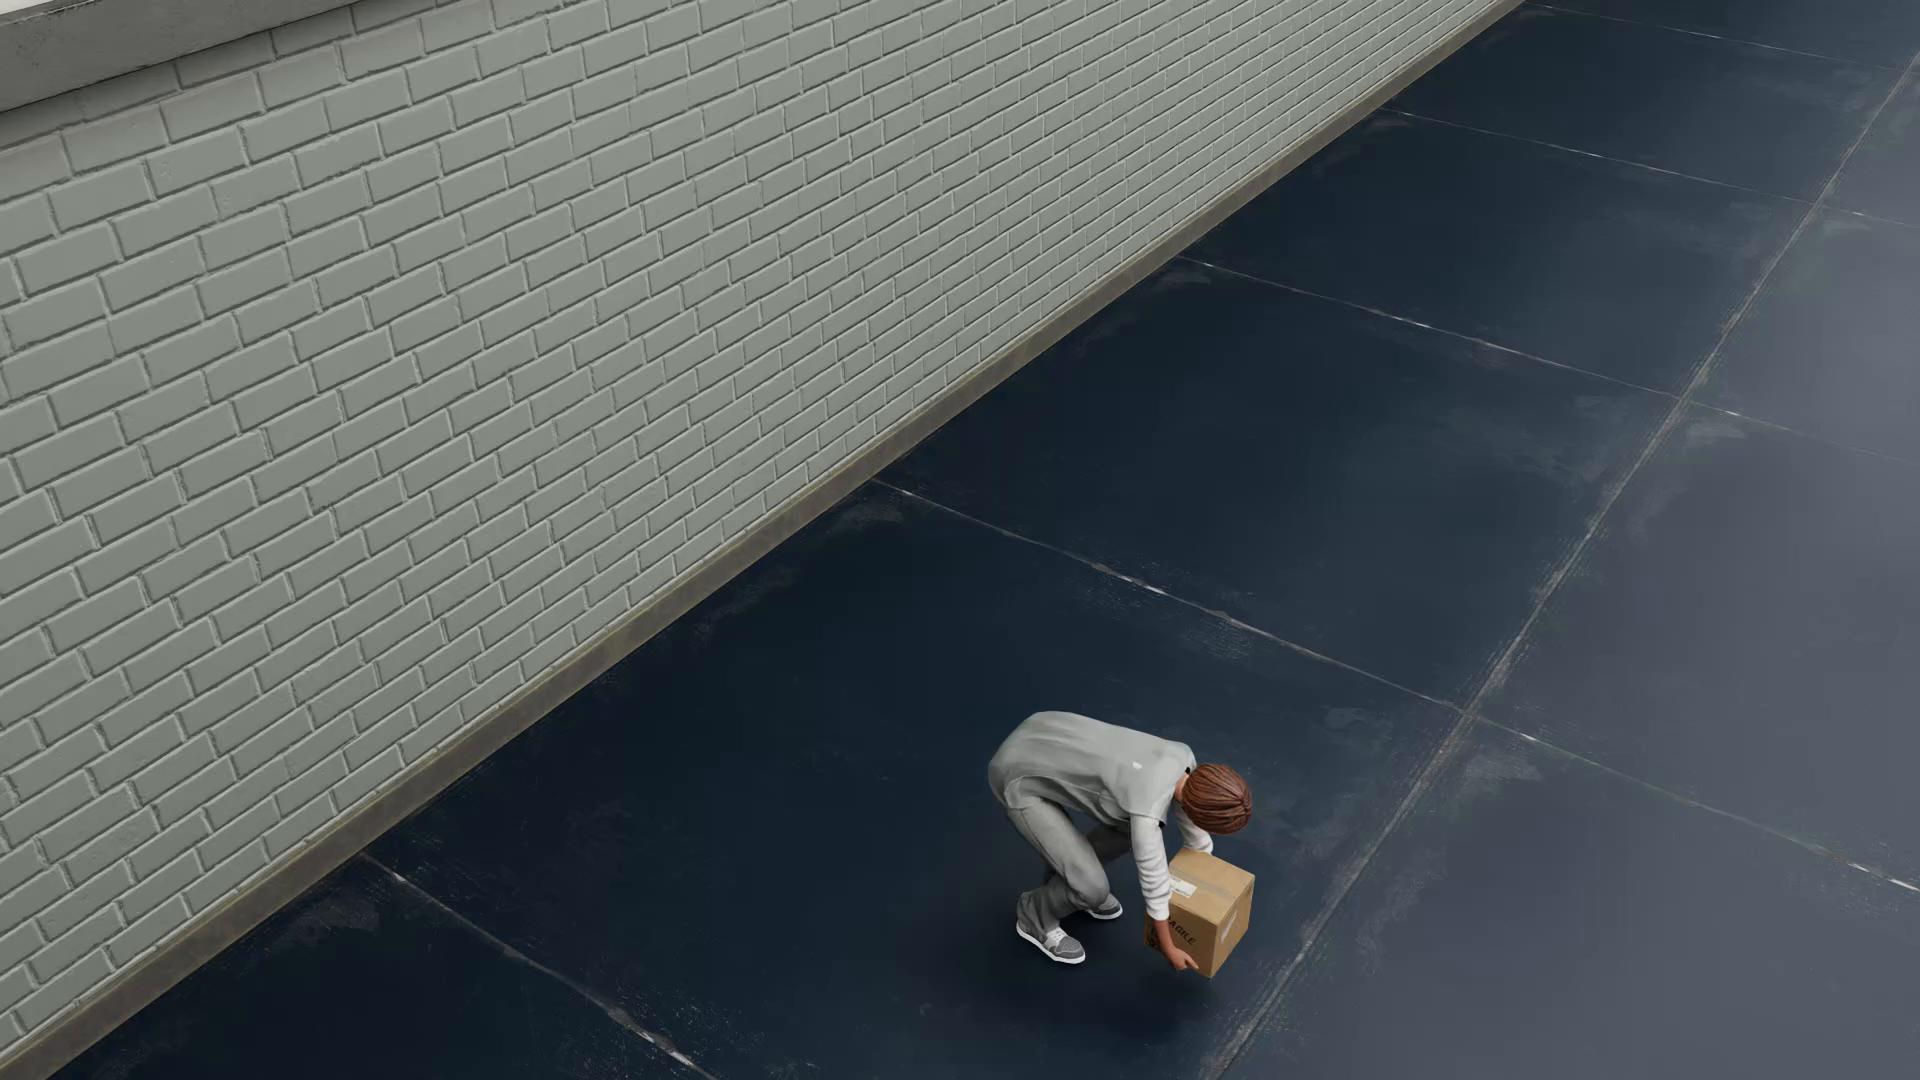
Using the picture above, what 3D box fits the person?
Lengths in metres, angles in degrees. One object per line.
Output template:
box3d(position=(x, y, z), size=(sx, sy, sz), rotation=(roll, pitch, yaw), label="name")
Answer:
box3d(position=(0.494, 0.981, 5.342), size=(0.862, 0.923, 0.429), rotation=(20, 40, 26), label="person")
